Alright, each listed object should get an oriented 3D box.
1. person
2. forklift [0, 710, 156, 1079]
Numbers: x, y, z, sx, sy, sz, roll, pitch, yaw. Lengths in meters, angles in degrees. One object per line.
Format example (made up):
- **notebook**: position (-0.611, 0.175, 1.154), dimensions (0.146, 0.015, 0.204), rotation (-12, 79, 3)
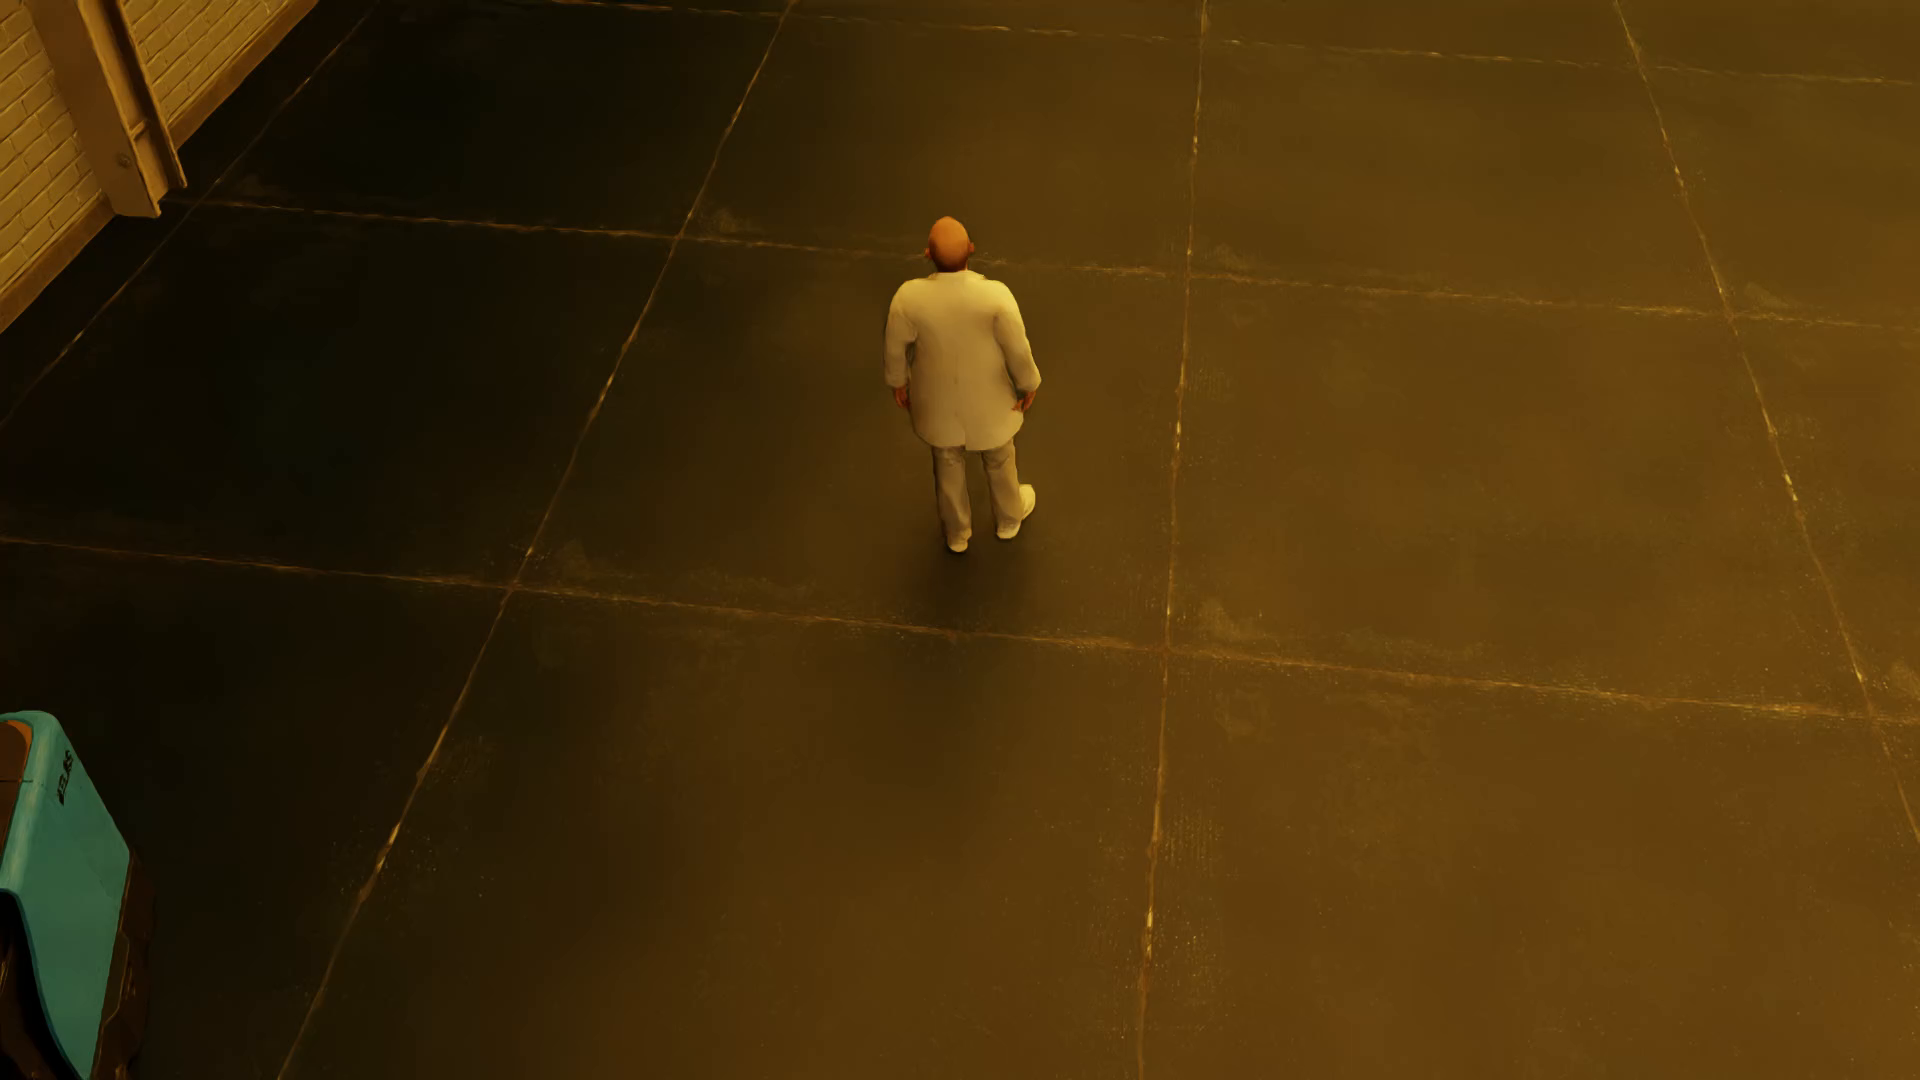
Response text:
- **person**: position (0.017, -0.720, 7.351), dimensions (0.694, 1.776, 0.579), rotation (5, 43, 6)
- **forklift**: position (-3.270, 1.325, 4.282), dimensions (1.130, 2.935, 3.031), rotation (-8, 43, -9)
